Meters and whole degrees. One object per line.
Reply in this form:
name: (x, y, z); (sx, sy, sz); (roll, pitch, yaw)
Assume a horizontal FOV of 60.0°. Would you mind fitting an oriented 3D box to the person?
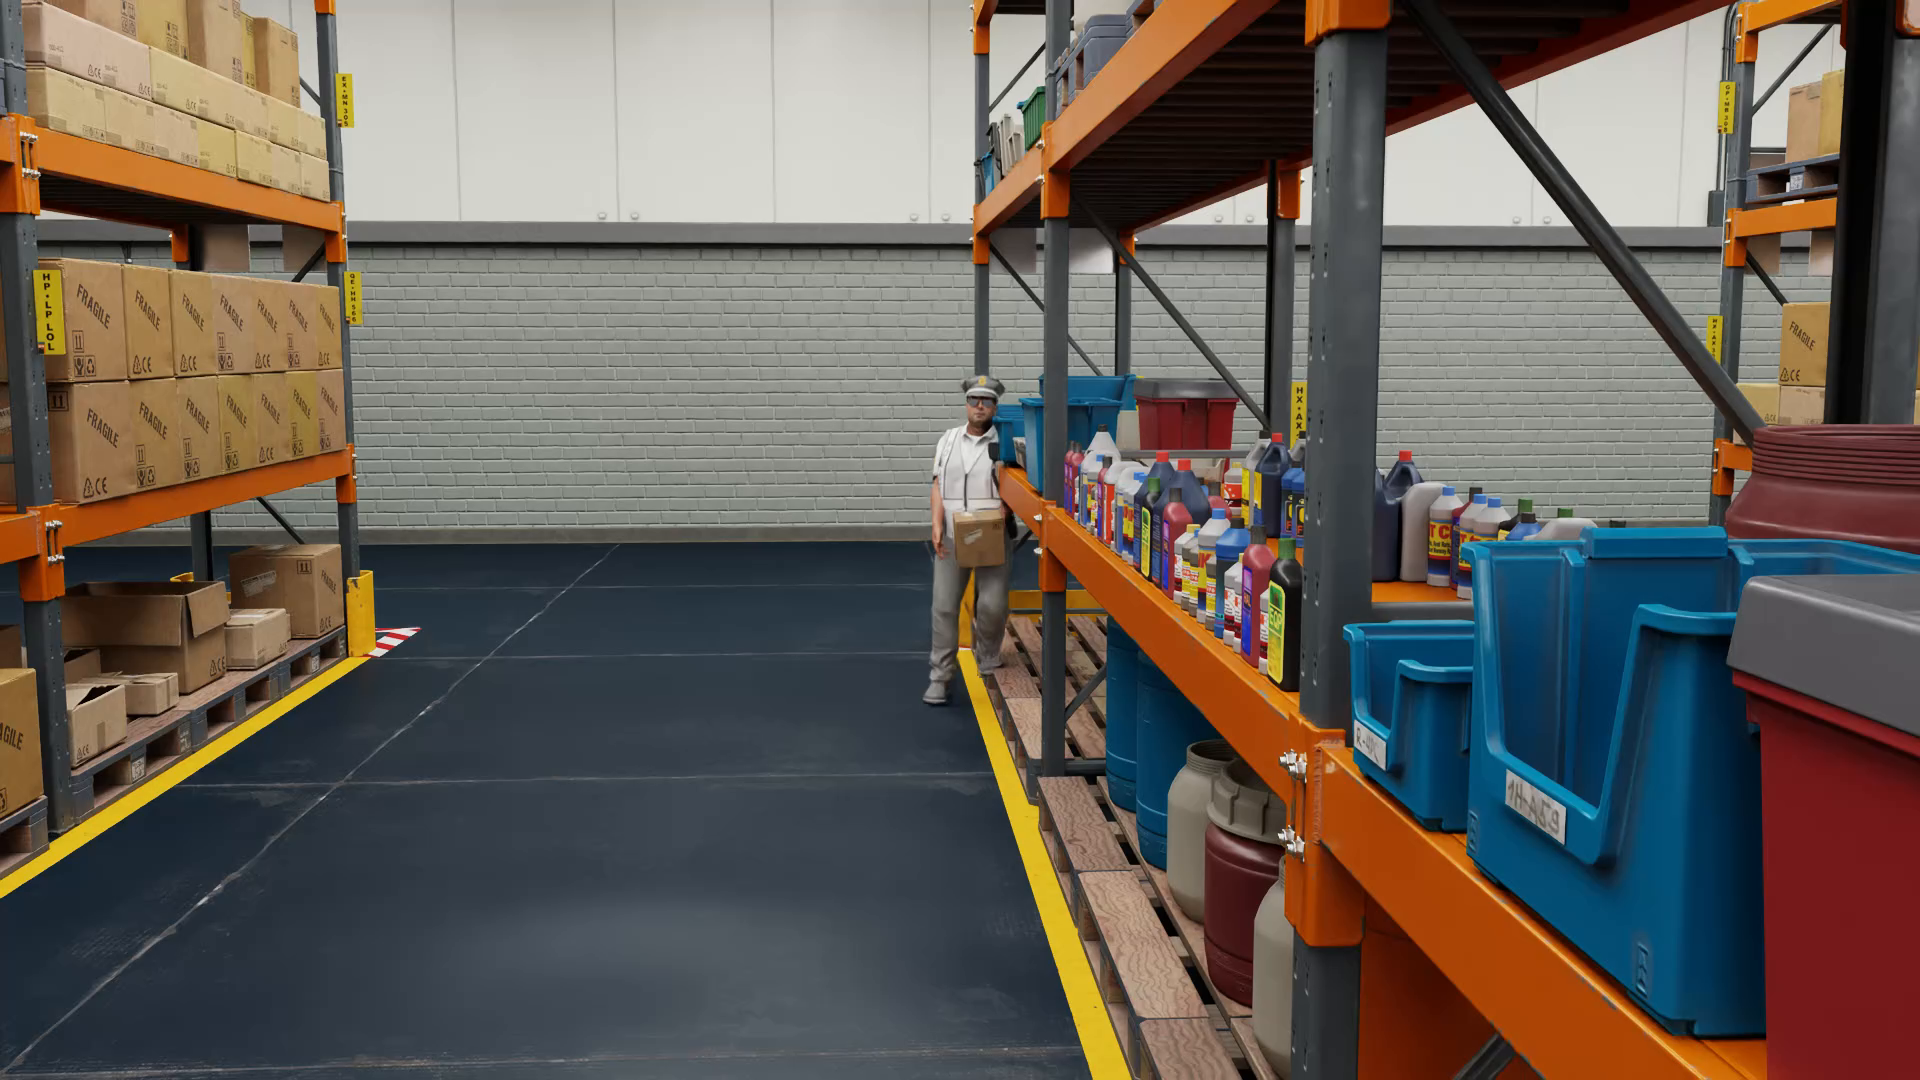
person: (0.076, -0.005, 9.100); (0.520, 1.786, 0.529); (2, 7, 14)
